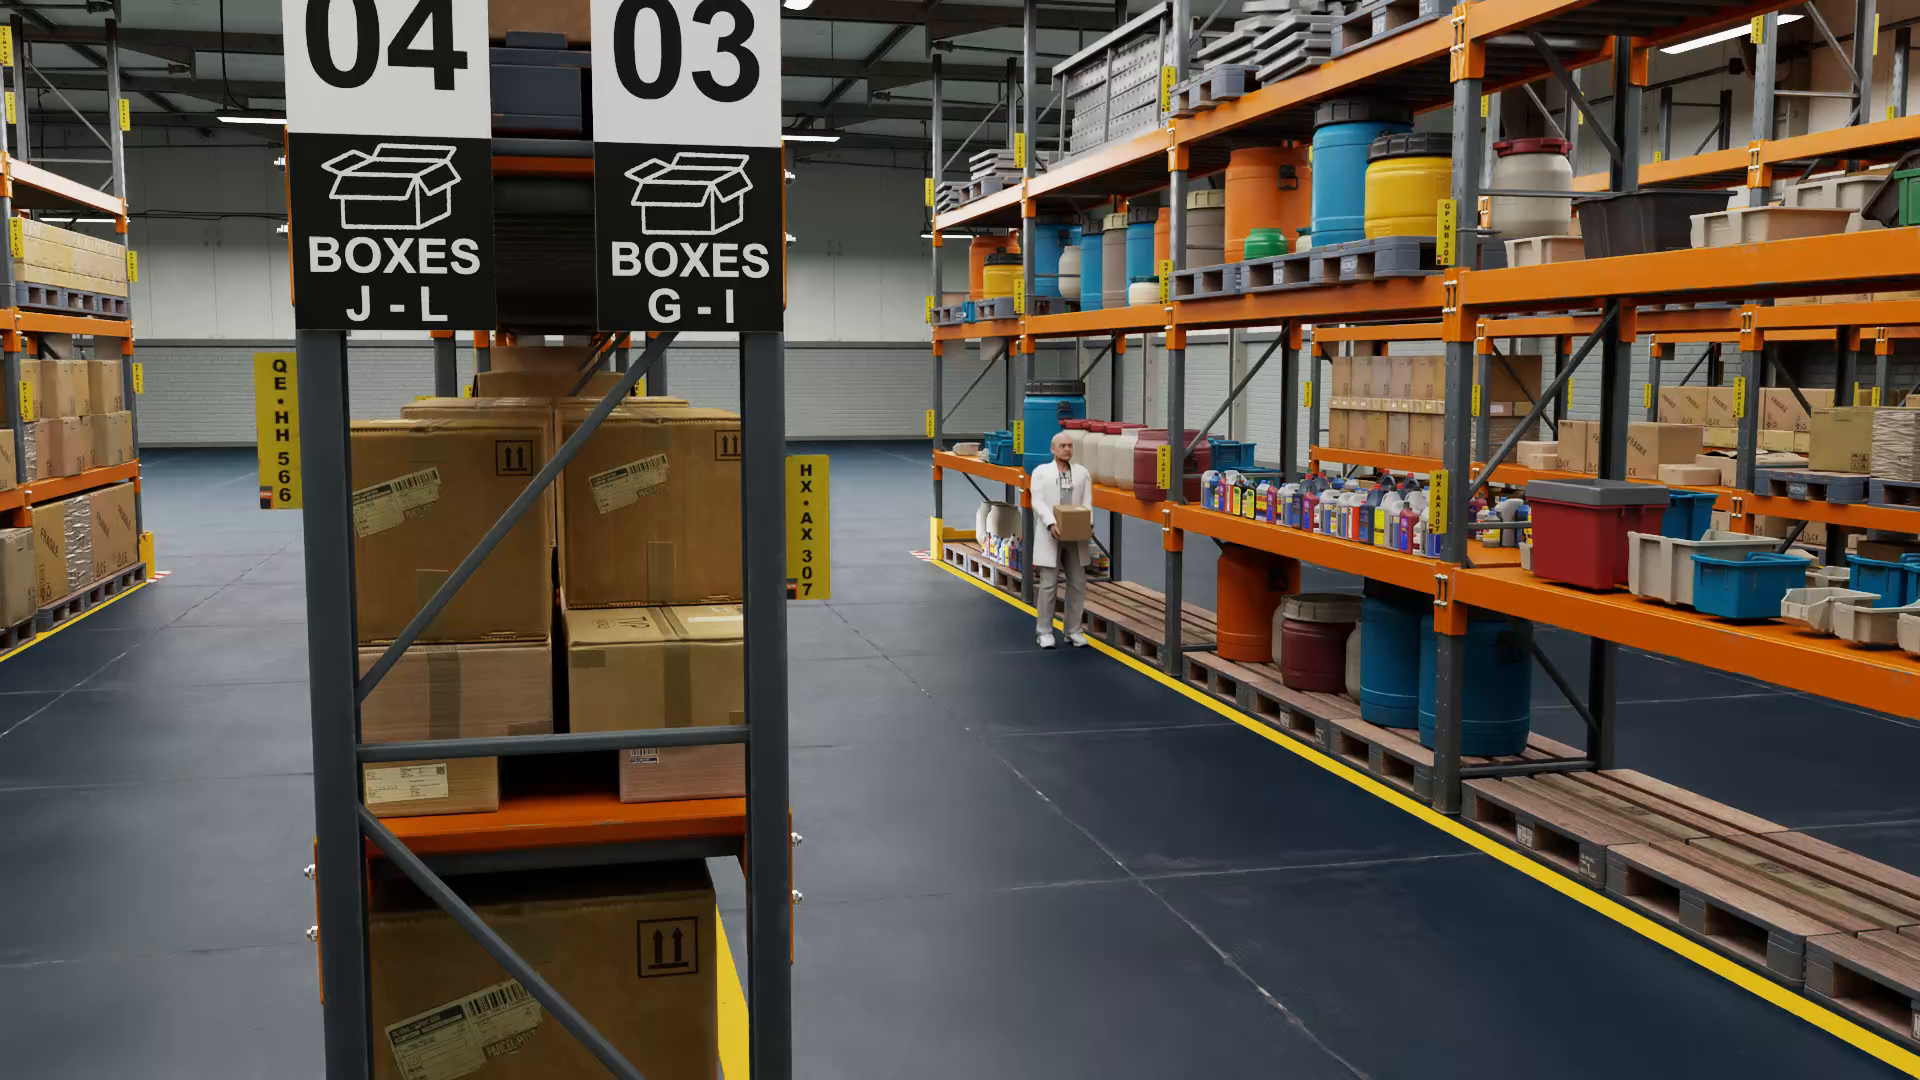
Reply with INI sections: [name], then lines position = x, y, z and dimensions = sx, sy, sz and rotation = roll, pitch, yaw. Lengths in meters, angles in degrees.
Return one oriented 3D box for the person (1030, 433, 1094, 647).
[person]
position = 0.876, 0.006, 13.808
dimensions = 0.537, 1.777, 0.548
rotation = -1, 6, -14
